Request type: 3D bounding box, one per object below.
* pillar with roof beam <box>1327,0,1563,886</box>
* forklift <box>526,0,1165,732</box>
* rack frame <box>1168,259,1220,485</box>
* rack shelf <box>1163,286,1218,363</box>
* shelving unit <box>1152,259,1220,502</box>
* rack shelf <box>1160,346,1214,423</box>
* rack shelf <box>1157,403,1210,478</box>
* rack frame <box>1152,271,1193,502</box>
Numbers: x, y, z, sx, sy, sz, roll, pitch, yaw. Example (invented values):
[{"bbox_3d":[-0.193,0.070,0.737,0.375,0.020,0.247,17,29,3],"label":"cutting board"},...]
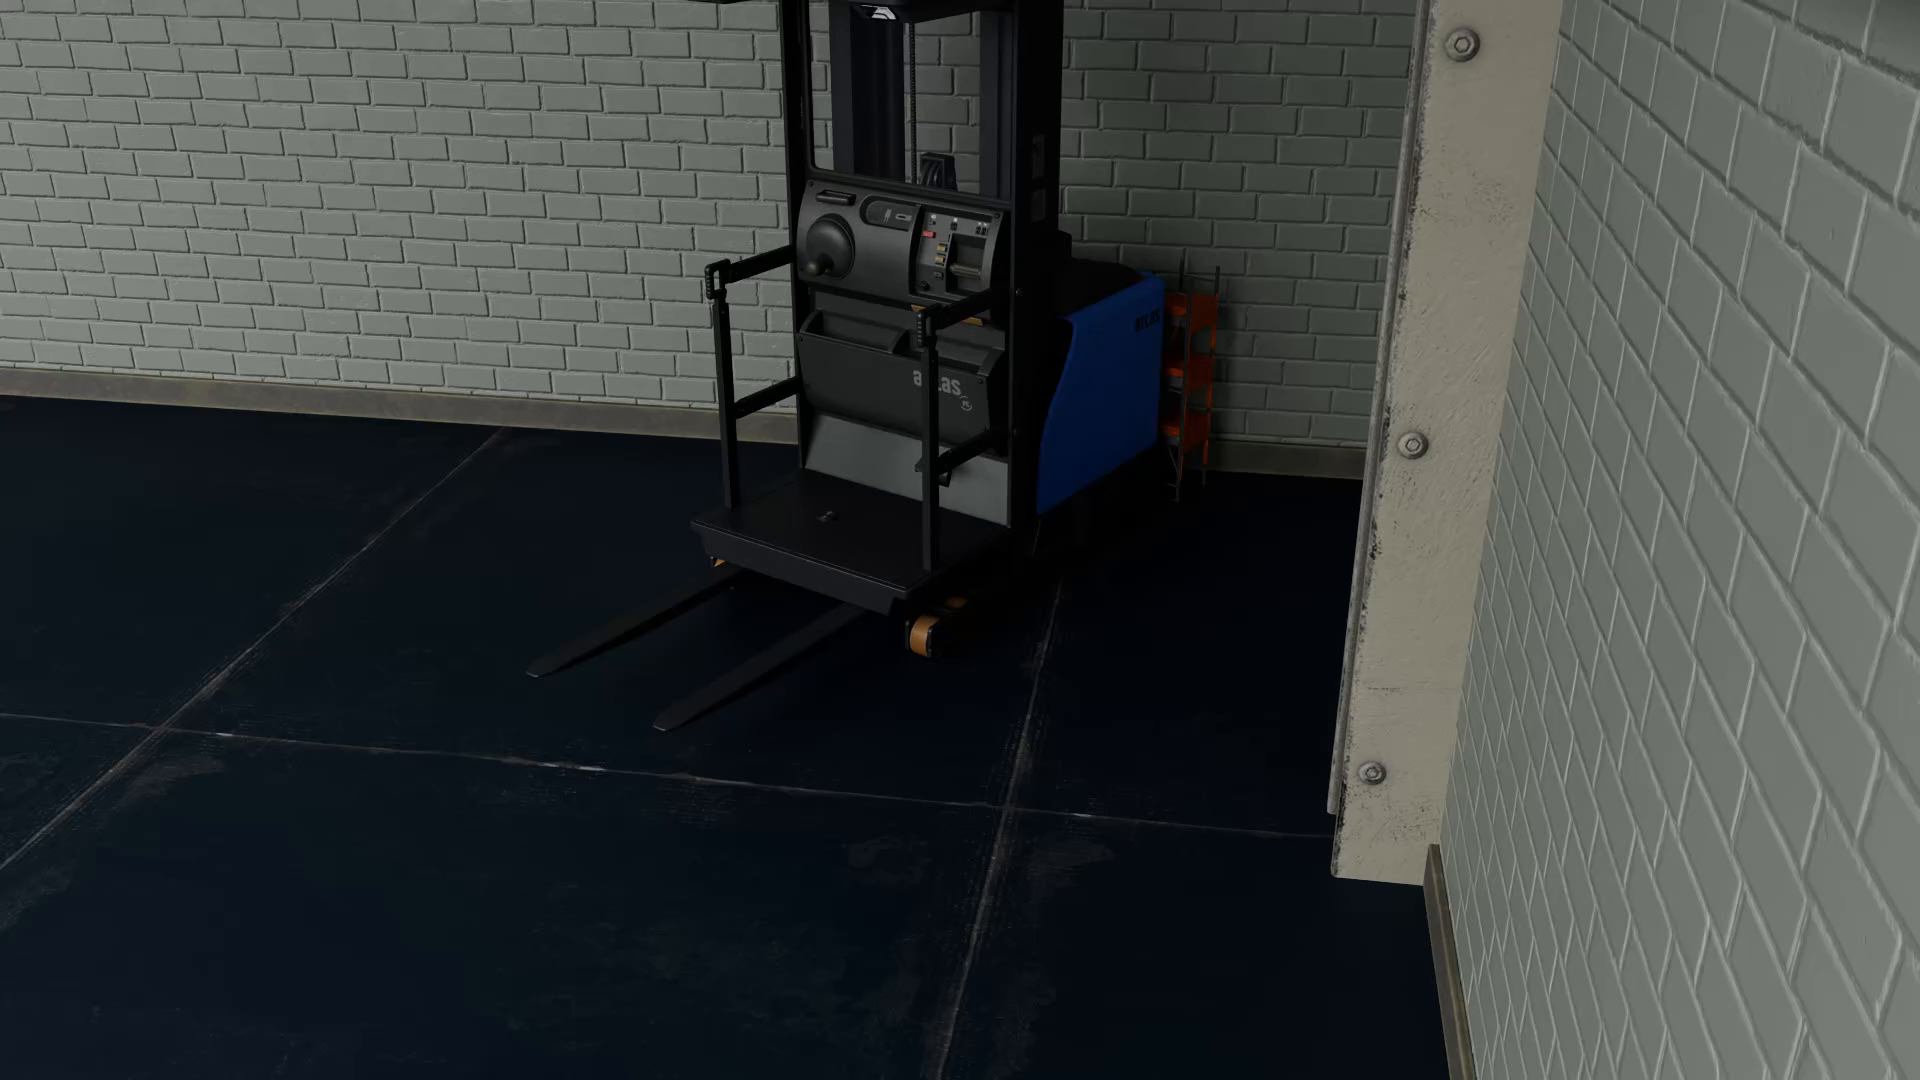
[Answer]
[{"bbox_3d":[-2.931,-3.422,3.946,9.100,9.000,0.400,4,25,9],"label":"pillar with roof beam"},{"bbox_3d":[-0.359,-1.112,6.168,1.130,2.935,3.031,17,30,31],"label":"forklift"},{"bbox_3d":[1.070,-0.760,7.635,0.200,1.050,0.008,18,30,33],"label":"rack frame"},{"bbox_3d":[0.997,-0.966,7.430,0.215,0.259,0.240,18,30,33],"label":"rack shelf"},{"bbox_3d":[0.997,-0.718,7.546,0.215,1.050,0.252,18,30,33],"label":"shelving unit"},{"bbox_3d":[0.997,-0.709,7.551,0.215,0.259,0.240,18,30,33],"label":"rack shelf"},{"bbox_3d":[0.997,-0.457,7.669,0.215,0.259,0.240,18,30,33],"label":"rack shelf"},{"bbox_3d":[0.924,-0.677,7.458,0.200,1.050,0.008,18,30,33],"label":"rack frame"}]
